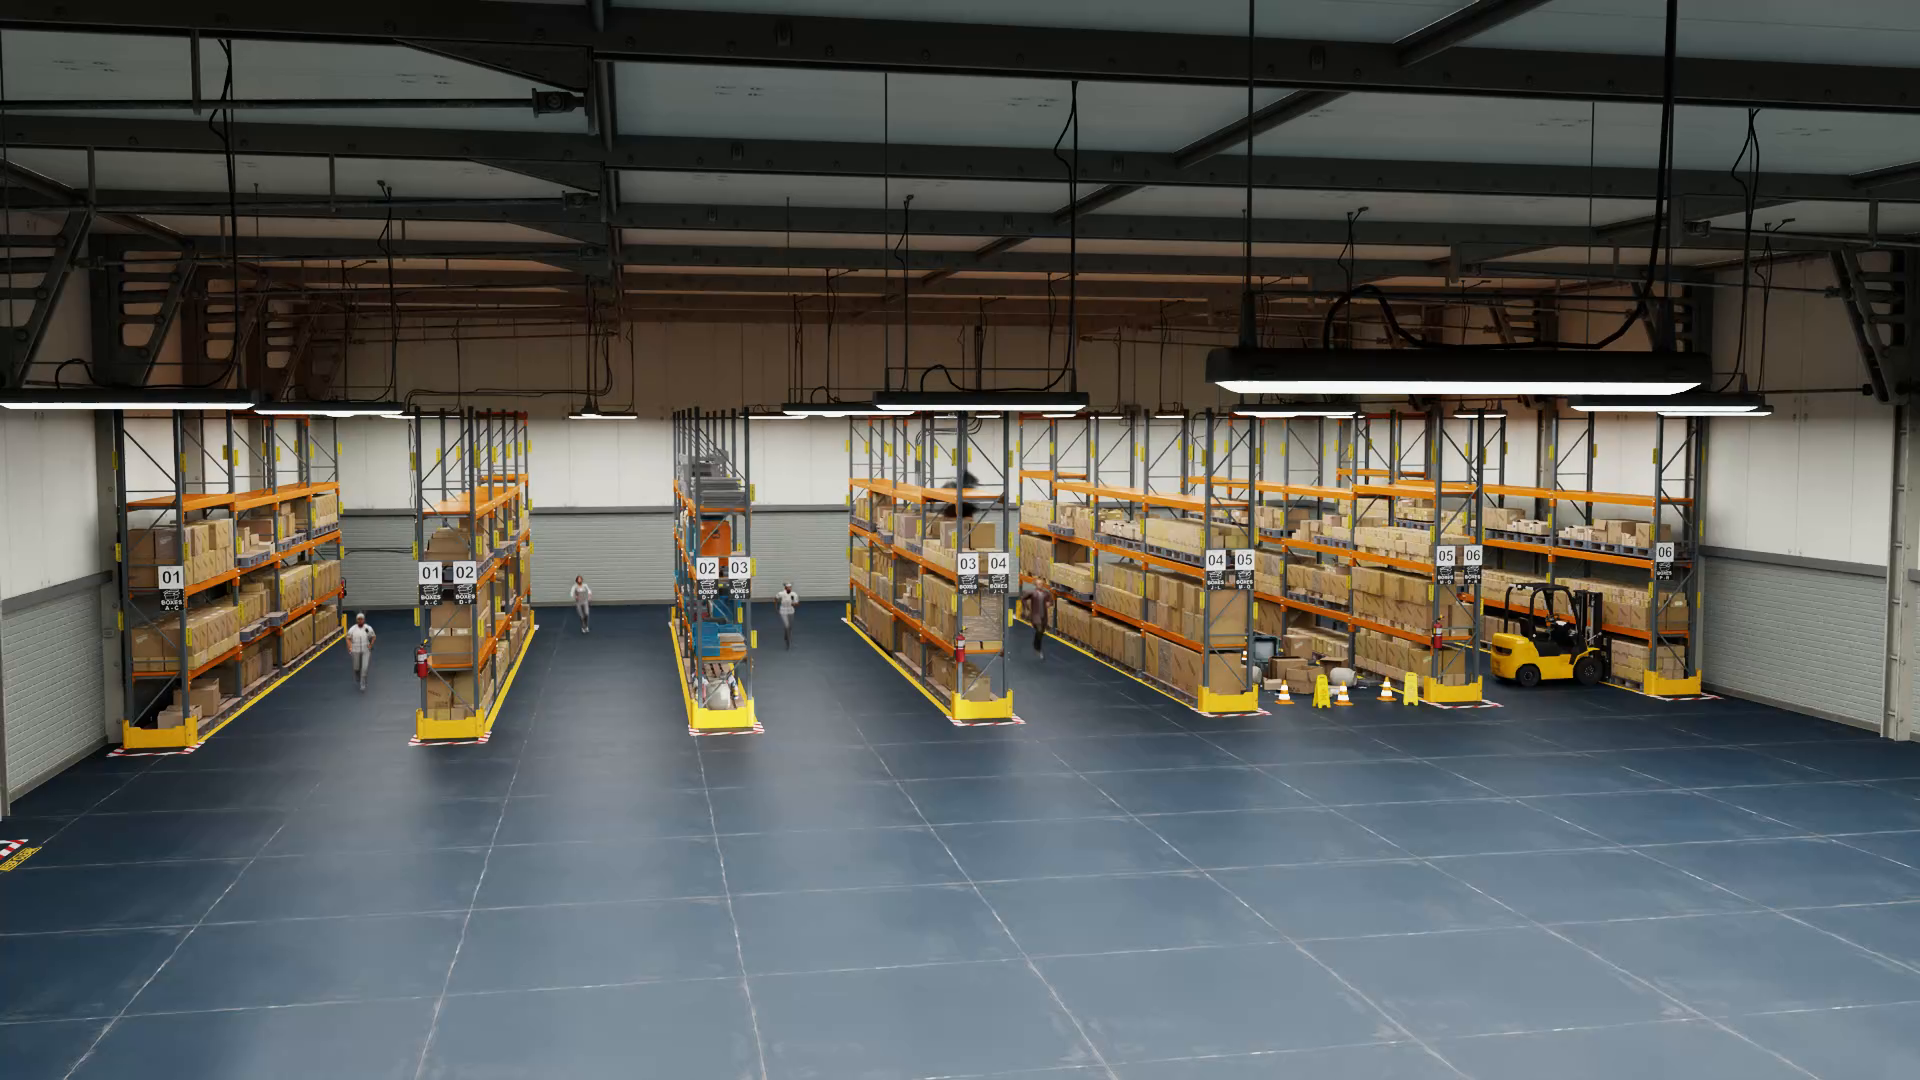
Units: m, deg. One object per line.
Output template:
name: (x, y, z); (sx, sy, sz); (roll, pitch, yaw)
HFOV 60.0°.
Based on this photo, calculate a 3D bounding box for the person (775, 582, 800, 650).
person: (-4.373, 1.899, 42.117); (0.599, 1.736, 0.817); (-1, 4, -14)

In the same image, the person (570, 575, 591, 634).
person: (-10.233, 1.746, 44.859); (0.558, 1.593, 0.560); (-2, 4, -21)

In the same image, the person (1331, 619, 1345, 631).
person: (10.290, 1.714, 45.233); (0.574, 1.636, 0.769); (-2, 4, -21)

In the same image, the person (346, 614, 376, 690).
person: (-12.847, 2.389, 35.700); (0.614, 1.631, 0.575); (-1, 4, -19)

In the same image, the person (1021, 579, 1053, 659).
person: (1.845, 1.840, 39.147); (0.661, 1.837, 0.845); (-2, 4, -25)
